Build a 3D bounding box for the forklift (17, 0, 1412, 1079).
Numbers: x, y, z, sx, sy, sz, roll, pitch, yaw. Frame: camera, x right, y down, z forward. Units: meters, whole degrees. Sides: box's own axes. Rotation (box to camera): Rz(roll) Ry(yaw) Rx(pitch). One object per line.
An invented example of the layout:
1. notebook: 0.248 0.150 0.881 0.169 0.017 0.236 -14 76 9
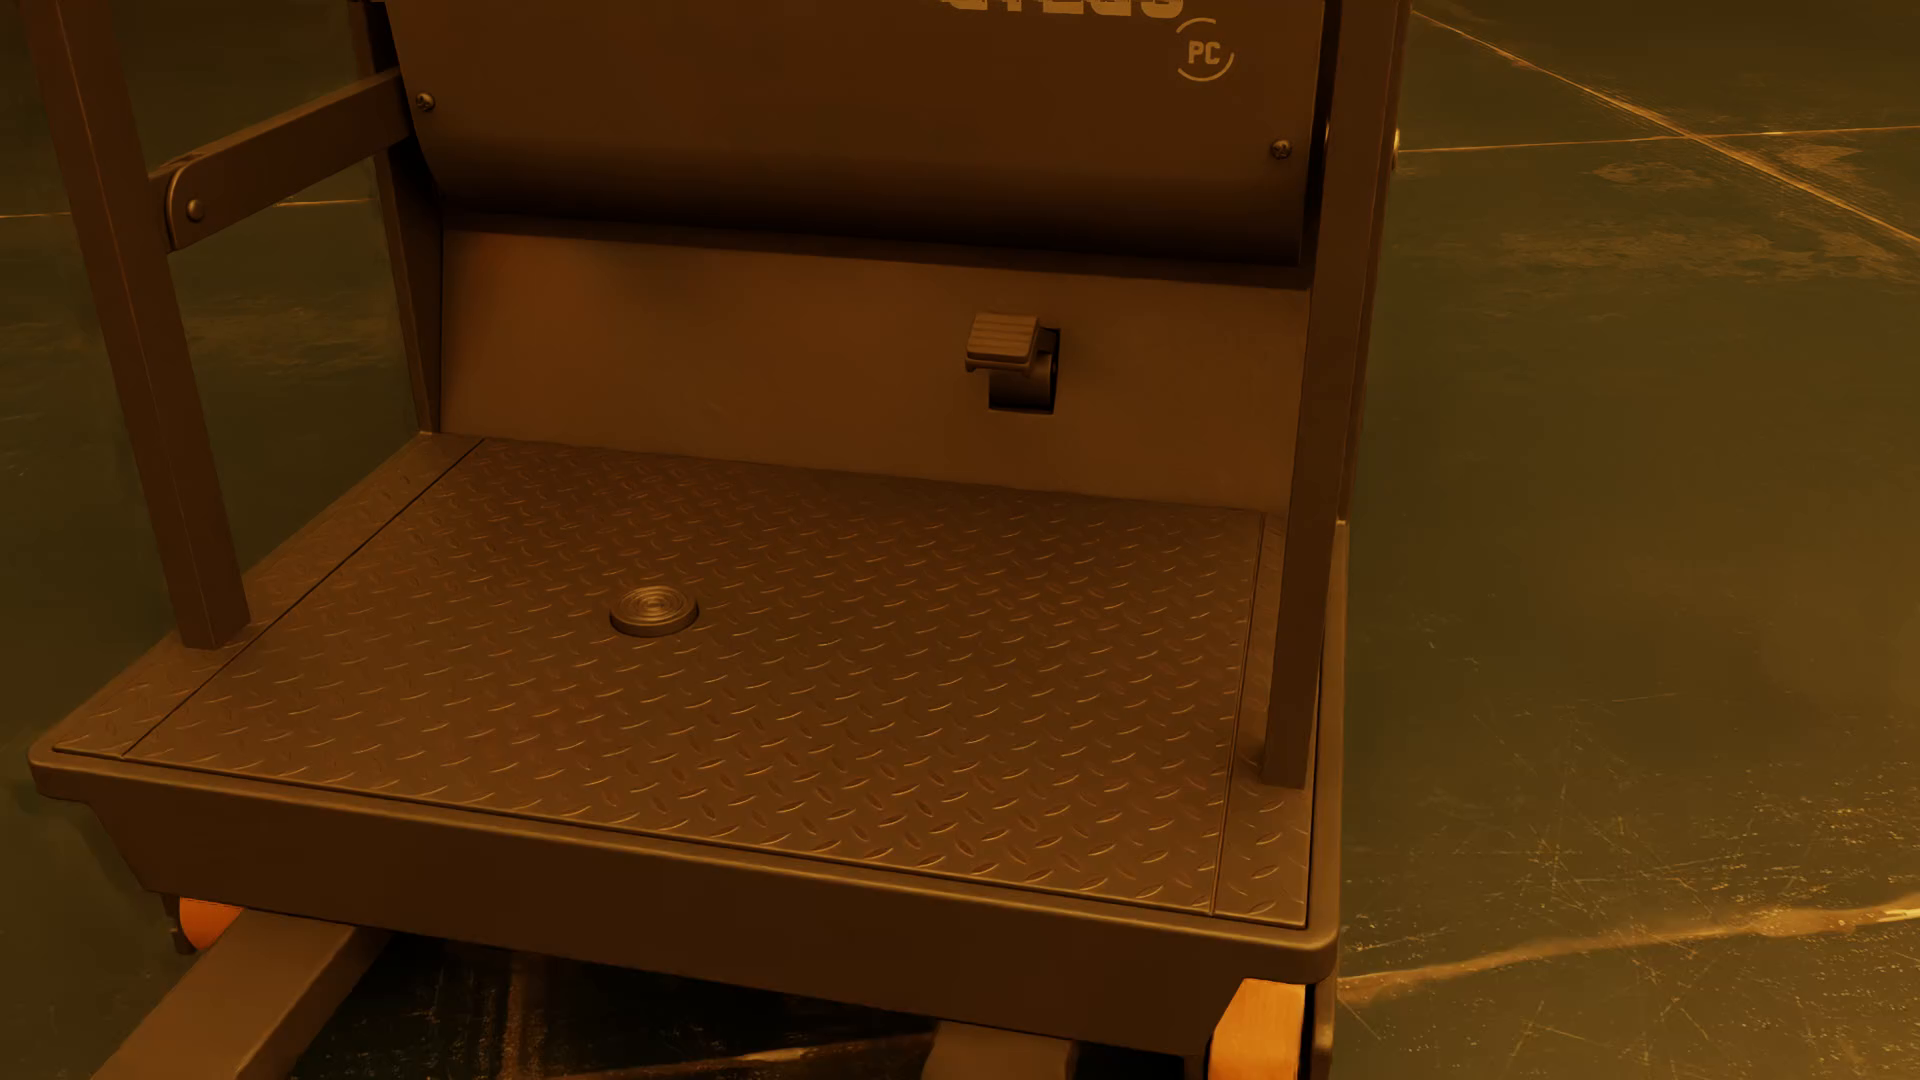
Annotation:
1. forklift: -0.159 -0.958 1.179 1.130 2.935 3.031 6 29 11
